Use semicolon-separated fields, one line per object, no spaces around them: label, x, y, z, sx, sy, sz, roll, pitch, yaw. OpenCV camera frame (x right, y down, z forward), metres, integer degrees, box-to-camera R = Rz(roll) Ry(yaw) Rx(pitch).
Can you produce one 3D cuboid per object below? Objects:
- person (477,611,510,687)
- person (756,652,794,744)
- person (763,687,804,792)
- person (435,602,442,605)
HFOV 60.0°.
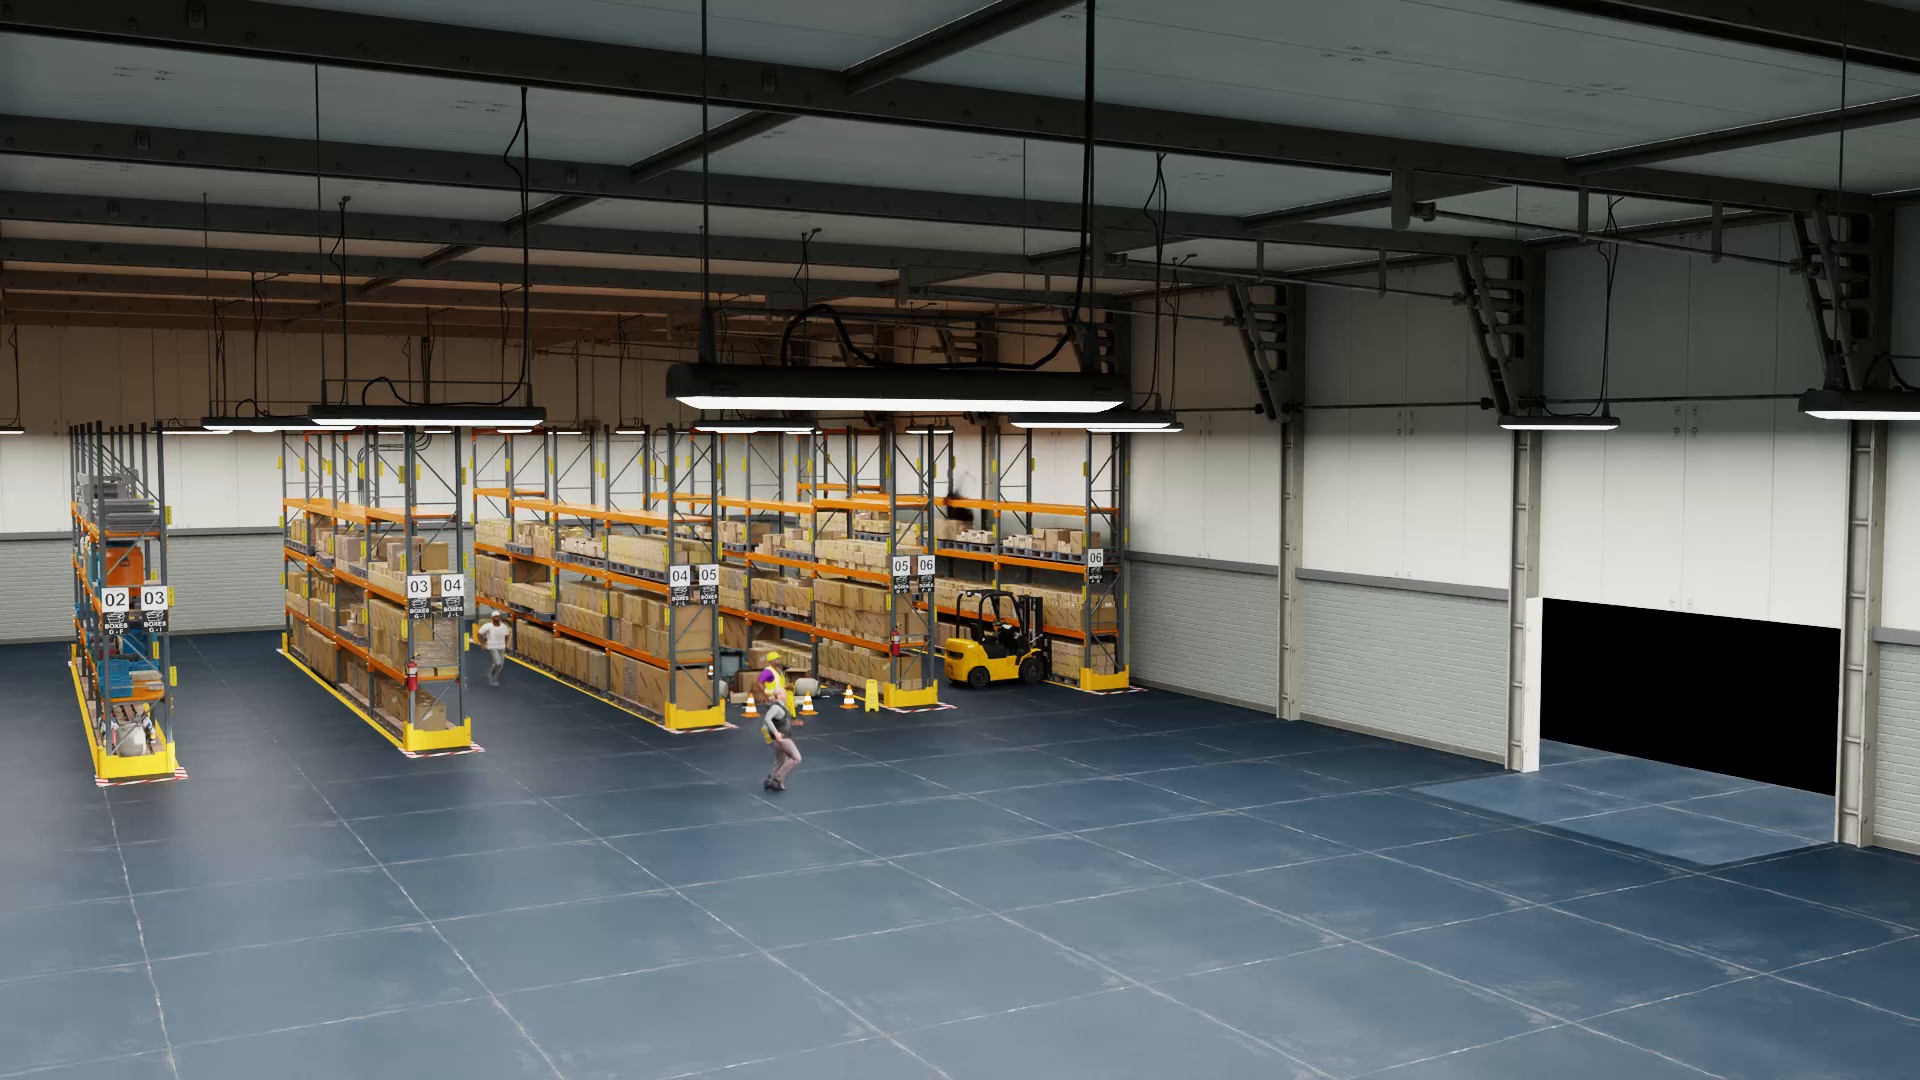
person;-10.603;2.490;38.060;0.678;1.741;0.679;3;5;44
person;-3.401;2.942;30.921;0.595;1.722;0.696;1;4;13
person;-2.846;3.206;26.786;0.663;1.692;0.634;0;4;-6
person;-13.581;2.141;44.044;0.715;1.738;0.664;-1;4;-21
